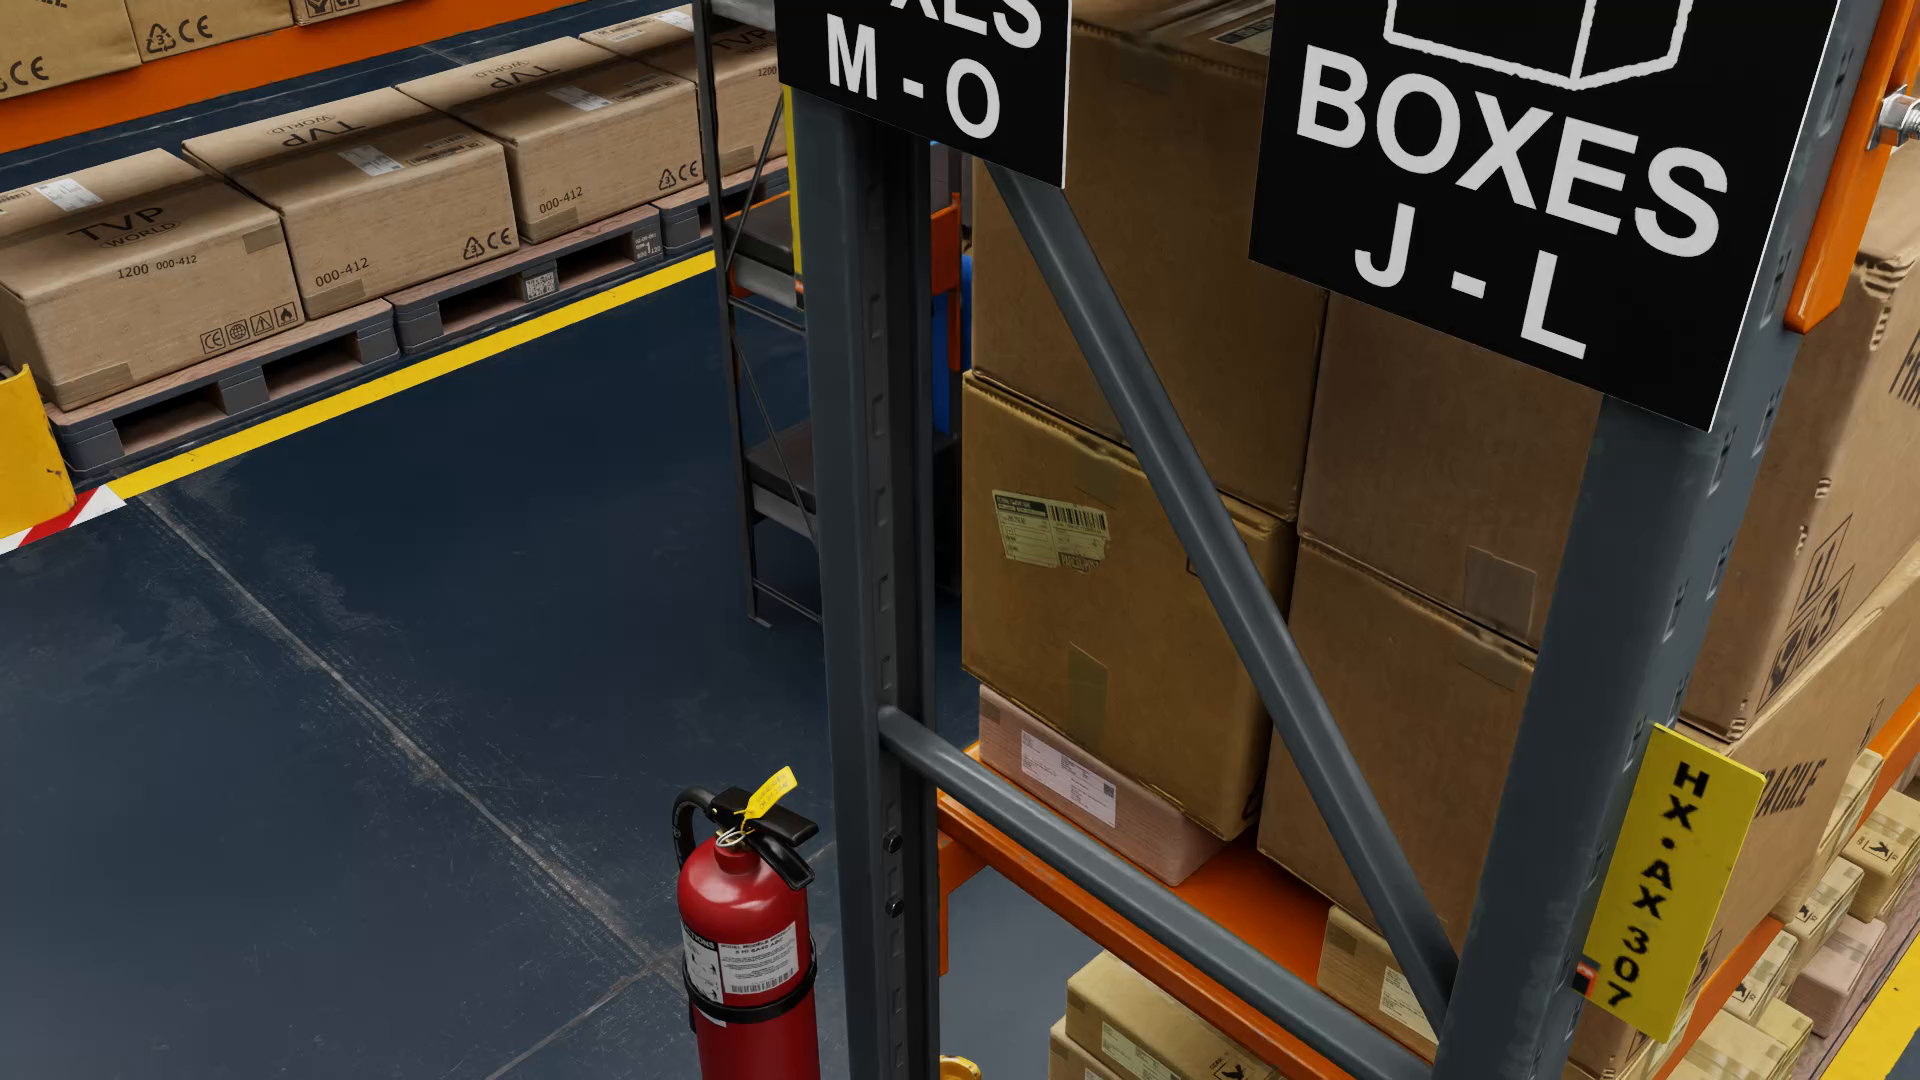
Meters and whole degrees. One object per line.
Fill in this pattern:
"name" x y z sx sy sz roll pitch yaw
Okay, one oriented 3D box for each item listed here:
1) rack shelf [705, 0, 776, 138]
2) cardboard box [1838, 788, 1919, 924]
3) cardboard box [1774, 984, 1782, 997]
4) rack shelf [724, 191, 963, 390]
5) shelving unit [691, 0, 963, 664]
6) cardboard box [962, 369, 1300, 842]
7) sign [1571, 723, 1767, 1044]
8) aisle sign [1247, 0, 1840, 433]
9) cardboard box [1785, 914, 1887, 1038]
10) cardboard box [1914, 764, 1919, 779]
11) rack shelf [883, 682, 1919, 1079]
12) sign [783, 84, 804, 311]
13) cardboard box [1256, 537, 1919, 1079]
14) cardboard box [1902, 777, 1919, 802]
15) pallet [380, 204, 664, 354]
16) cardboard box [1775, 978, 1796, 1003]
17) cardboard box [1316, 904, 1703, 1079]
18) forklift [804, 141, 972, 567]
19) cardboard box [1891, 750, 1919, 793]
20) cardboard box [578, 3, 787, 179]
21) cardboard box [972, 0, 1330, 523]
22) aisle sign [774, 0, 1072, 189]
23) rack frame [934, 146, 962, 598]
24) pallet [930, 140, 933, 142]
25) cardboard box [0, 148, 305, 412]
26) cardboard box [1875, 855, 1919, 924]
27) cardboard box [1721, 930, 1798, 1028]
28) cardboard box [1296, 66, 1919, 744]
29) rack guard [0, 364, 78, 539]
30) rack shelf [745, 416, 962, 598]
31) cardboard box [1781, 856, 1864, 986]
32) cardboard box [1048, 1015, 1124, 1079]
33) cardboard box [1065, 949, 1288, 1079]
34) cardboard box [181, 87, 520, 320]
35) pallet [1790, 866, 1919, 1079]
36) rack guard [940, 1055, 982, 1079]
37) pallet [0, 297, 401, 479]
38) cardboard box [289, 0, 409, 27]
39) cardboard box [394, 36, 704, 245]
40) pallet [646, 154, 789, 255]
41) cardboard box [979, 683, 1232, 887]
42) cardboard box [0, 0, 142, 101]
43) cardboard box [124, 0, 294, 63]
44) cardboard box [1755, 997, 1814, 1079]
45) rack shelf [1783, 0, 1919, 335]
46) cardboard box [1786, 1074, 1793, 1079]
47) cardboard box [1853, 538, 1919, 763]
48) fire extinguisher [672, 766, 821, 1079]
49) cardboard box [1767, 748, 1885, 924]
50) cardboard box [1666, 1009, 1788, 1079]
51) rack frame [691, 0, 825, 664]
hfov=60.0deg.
"rack shelf" -0.311 -1.225 3.970 0.431 0.518 0.480 27 43 33
"cardboard box" 1.741 0.574 3.410 0.250 0.149 0.380 -29 44 -35
"cardboard box" 1.489 0.775 3.382 0.380 0.149 0.250 27 43 33
"rack shelf" -0.311 -0.650 4.371 0.431 0.518 0.480 27 43 33
"shelving unit" -0.311 -0.662 4.363 0.431 2.100 0.503 27 43 33
"cardboard box" 0.352 -0.010 2.295 0.500 0.500 0.500 -29 44 -35
"sign" 0.603 0.302 1.438 0.100 0.325 0.005 30 45 35
"aisle sign" 0.379 -0.477 1.039 0.394 0.787 0.004 30 45 35
"cardboard box" 1.718 0.842 3.546 0.380 0.149 0.250 27 43 33
"cardboard box" 2.103 0.376 3.693 0.380 0.149 0.250 28 44 34
"rack shelf" 1.627 -0.078 3.369 1.077 0.370 4.000 30 45 35
"sign" -0.162 -0.398 1.910 0.100 0.325 0.005 30 45 35
"cardboard box" 0.730 0.205 1.987 0.500 0.500 0.500 -28 43 -34
"cardboard box" 2.066 0.451 3.846 0.380 0.149 0.250 27 43 33
"pallet" -1.999 -1.220 6.816 1.003 0.211 1.213 30 45 35
"cardboard box" 1.480 0.908 3.451 0.380 0.149 0.250 30 45 35
"cardboard box" 0.678 0.542 2.070 0.380 0.149 0.250 29 44 35
"forklift" 0.864 -1.763 5.215 1.130 2.935 3.031 27 43 33
"cardboard box" 1.850 0.433 3.612 0.380 0.149 0.250 30 45 35
"cardboard box" -1.067 -2.049 7.438 0.875 0.438 0.875 29 44 35
"cardboard box" 0.363 -0.420 2.009 0.500 0.500 0.500 29 44 34
"aisle sign" -0.047 -0.719 1.386 0.394 0.787 0.004 30 45 35
"rack frame" -0.150 -0.766 4.513 0.400 2.100 0.015 27 43 33
"pallet" -0.058 -2.339 8.419 1.003 0.211 1.213 30 45 35
"cardboard box" -2.972 -0.945 5.855 0.875 0.438 0.875 28 44 34
"cardboard box" 1.894 0.719 3.722 0.380 0.149 0.250 30 45 35
"cardboard box" 1.321 0.771 3.127 0.380 0.149 0.250 27 43 33
"cardboard box" 0.722 -0.210 1.707 0.500 0.500 0.500 29 44 35
"rack guard" -3.383 -0.480 5.502 1.175 0.500 0.348 30 45 35
"rack shelf" -0.311 -0.076 4.771 0.431 0.518 0.480 27 43 33
"cardboard box" 1.523 0.662 3.283 0.250 0.149 0.380 -28 44 -34
"cardboard box" 0.387 0.984 3.081 0.380 0.149 0.250 28 44 34
"cardboard box" 0.411 0.875 2.979 0.250 0.149 0.380 -29 44 -35
"cardboard box" -2.333 -1.320 6.393 0.875 0.438 0.875 -29 44 -34
"pallet" 1.728 0.743 4.000 1.003 0.211 1.213 30 45 35
"rack guard" 0.271 1.433 2.758 1.175 0.500 0.348 30 45 35
"pallet" -2.859 -0.728 6.109 1.003 0.211 1.213 30 45 35
"cardboard box" -2.117 -2.051 5.482 0.500 0.500 0.500 29 44 35
"cardboard box" -1.697 -1.685 6.917 0.875 0.438 0.875 28 44 34
"pallet" -1.139 -1.718 7.529 1.003 0.211 1.213 30 45 35
"cardboard box" 0.247 0.295 2.424 0.380 0.149 0.250 30 45 35
"cardboard box" -2.824 -1.635 4.885 0.500 0.500 0.500 29 44 35
"cardboard box" -2.488 -1.852 5.196 0.500 0.500 0.500 29 44 35
"cardboard box" 1.369 0.921 3.173 0.250 0.149 0.380 -28 44 -34
"rack shelf" 1.627 -1.308 2.511 1.077 0.370 4.000 30 45 35
"cardboard box" 1.368 1.050 3.248 0.250 0.149 0.380 -29 44 -35
"cardboard box" 1.089 -0.023 2.313 0.500 0.500 0.500 30 45 35
"fire extinguisher" -0.287 0.540 2.248 0.296 0.674 0.183 30 45 35
"cardboard box" 1.056 0.335 2.367 0.380 0.149 0.250 28 44 34
"cardboard box" 1.205 0.905 2.935 0.380 0.149 0.250 29 44 35
"rack frame" -0.472 -0.557 4.213 0.400 2.100 0.015 27 43 33
